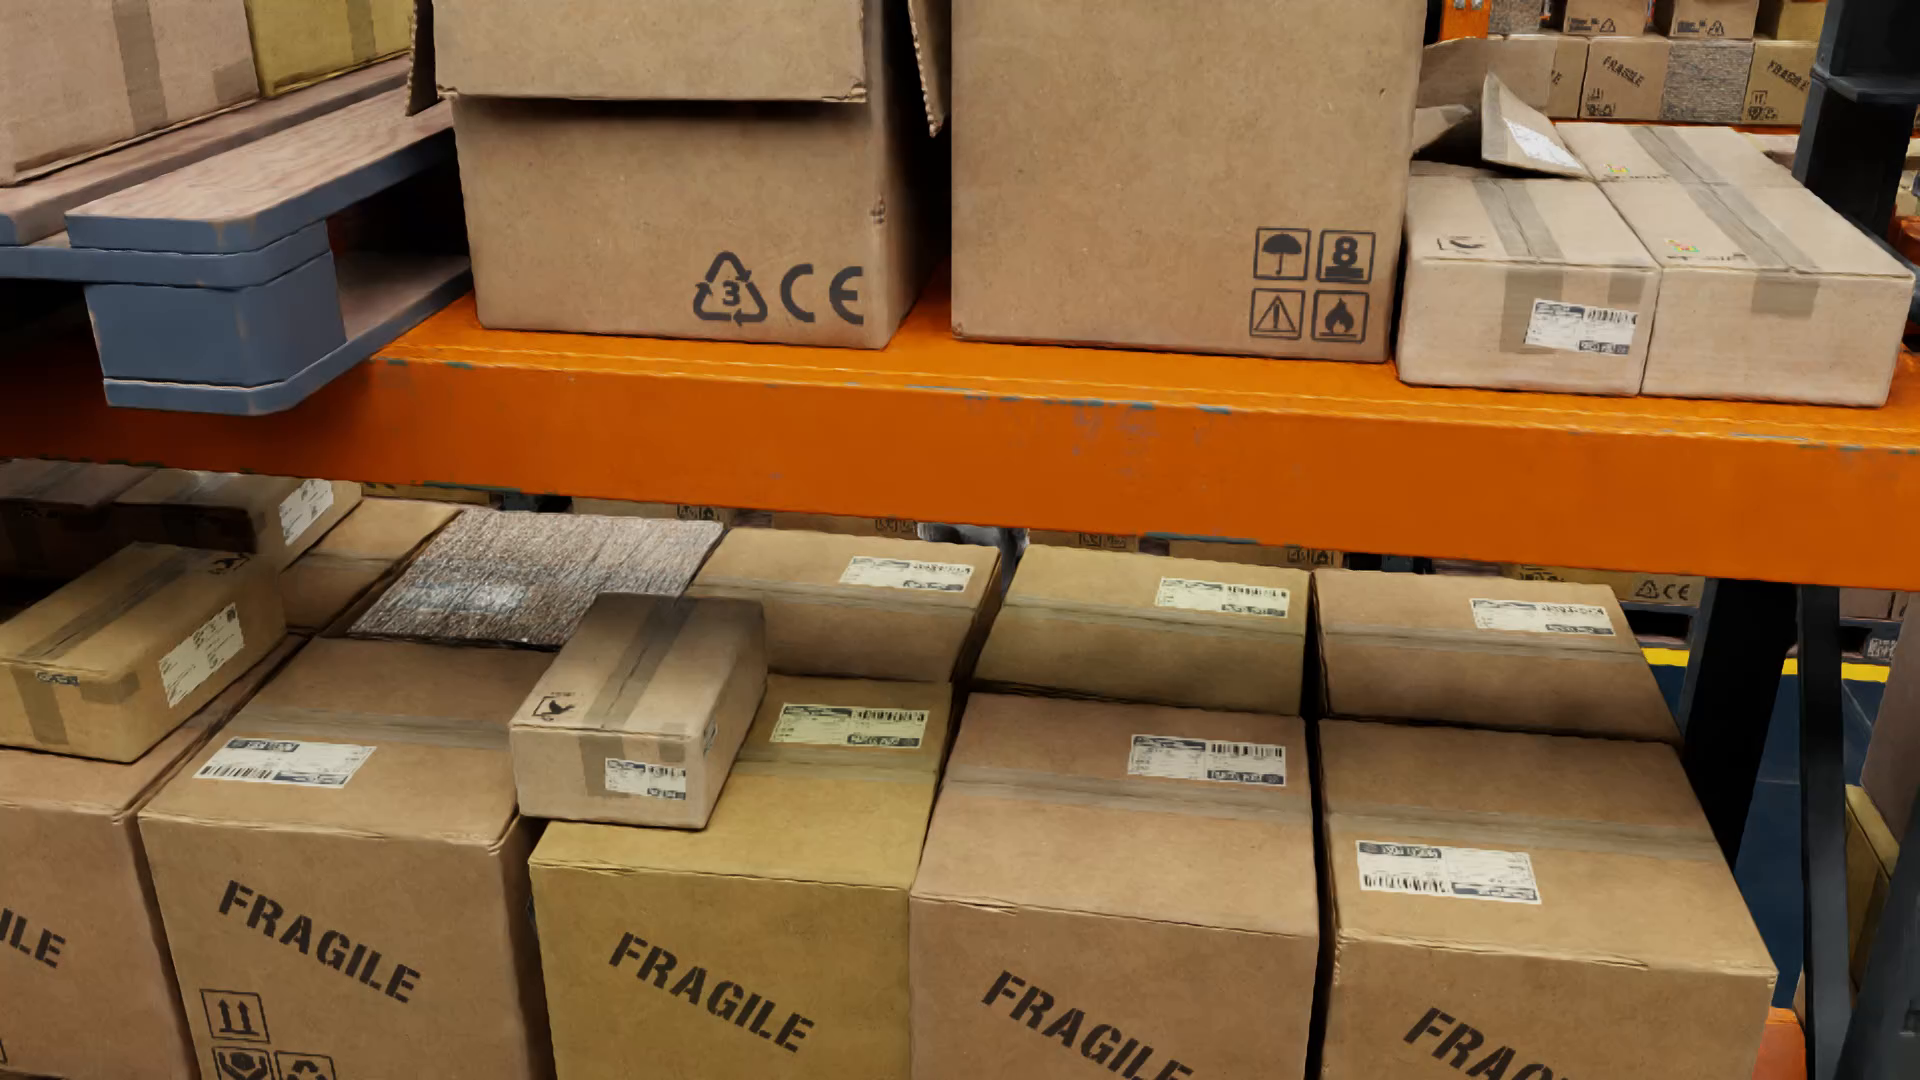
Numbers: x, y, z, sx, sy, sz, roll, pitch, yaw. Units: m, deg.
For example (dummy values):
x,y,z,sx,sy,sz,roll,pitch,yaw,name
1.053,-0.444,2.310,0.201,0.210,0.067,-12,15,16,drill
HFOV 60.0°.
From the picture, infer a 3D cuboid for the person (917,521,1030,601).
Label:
x,y,z,sx,sy,sz,roll,pitch,yaw,name
0.044,-0.084,6.227,0.530,1.682,0.353,18,30,33,person
